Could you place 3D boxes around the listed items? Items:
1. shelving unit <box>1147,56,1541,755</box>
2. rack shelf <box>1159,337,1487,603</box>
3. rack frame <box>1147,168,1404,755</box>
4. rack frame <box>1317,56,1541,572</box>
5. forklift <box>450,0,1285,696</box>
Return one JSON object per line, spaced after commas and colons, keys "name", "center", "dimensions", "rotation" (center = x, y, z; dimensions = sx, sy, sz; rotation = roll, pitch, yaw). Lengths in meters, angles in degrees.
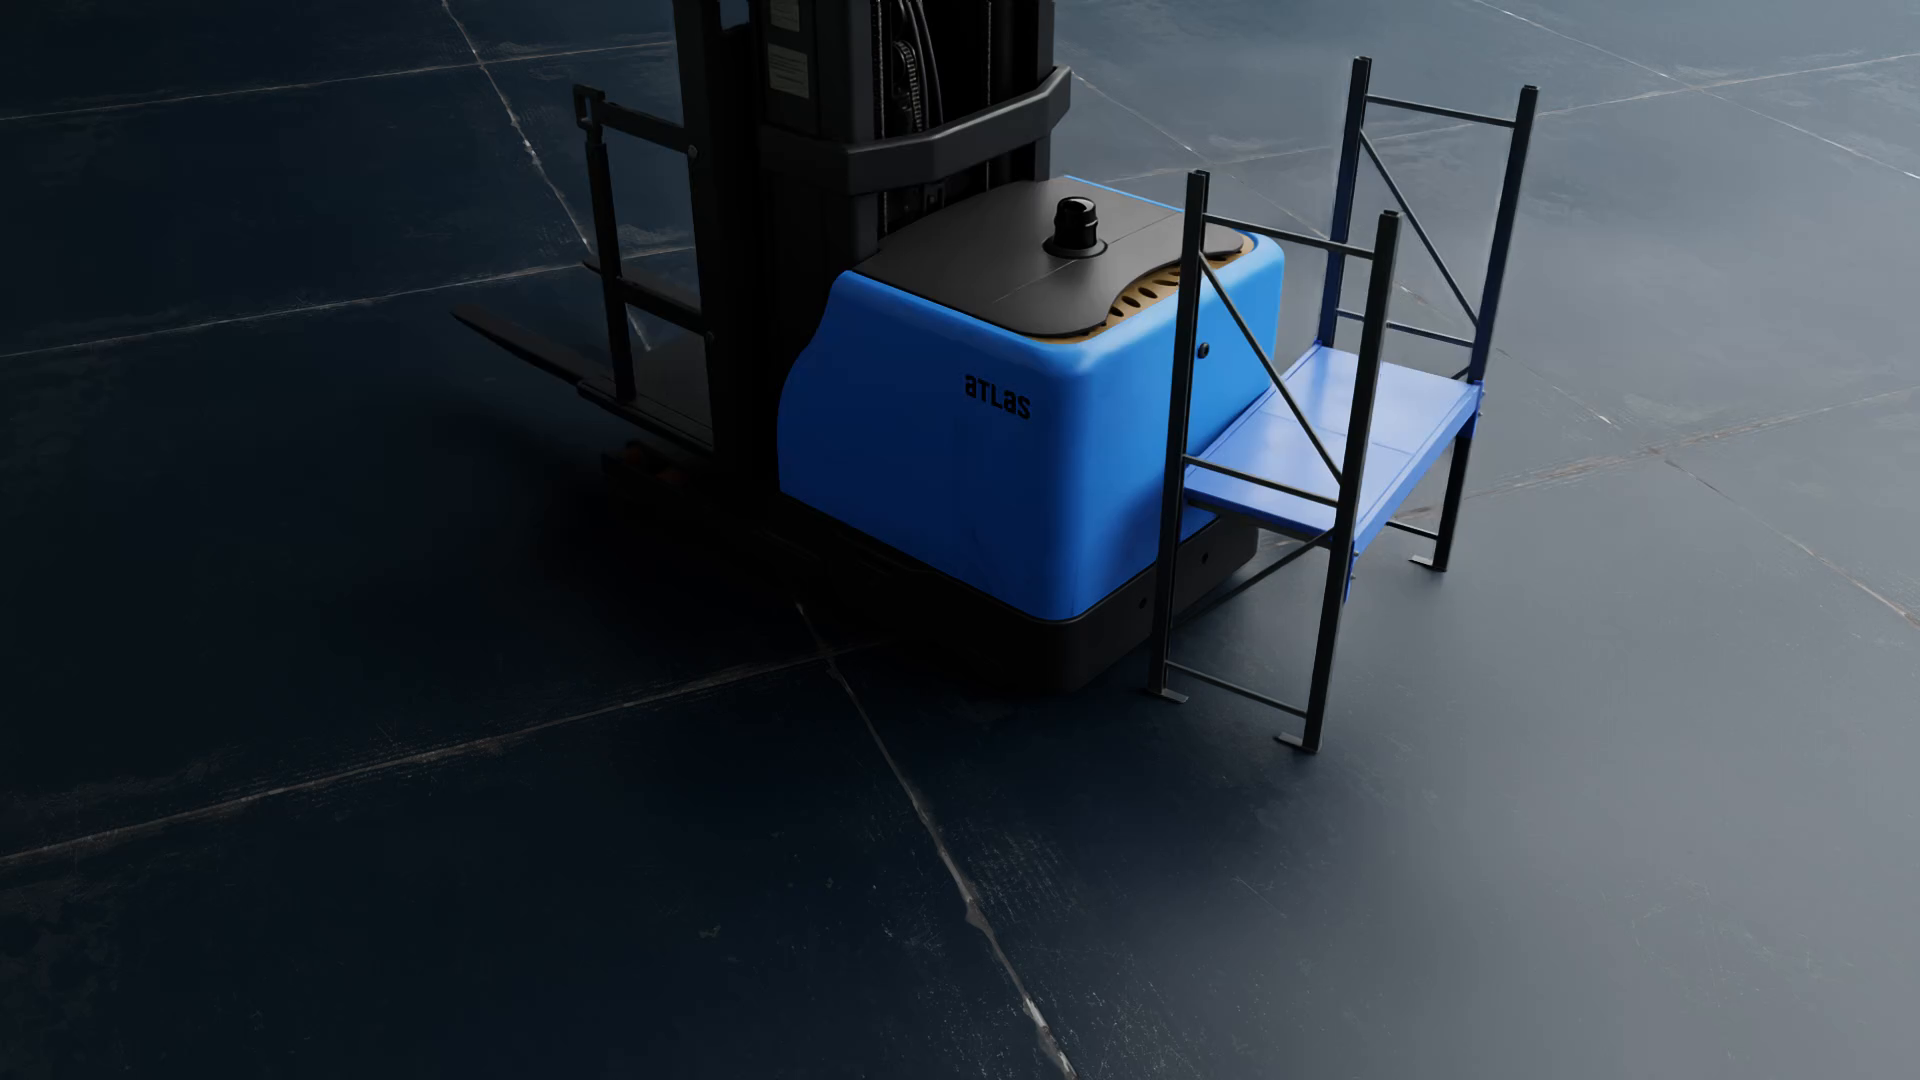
{"name": "shelving unit", "center": [1.011, -0.376, 4.453], "dimensions": [0.538, 1.500, 1.048], "rotation": [19, 38, 27]}
{"name": "rack shelf", "center": [1.011, -0.225, 4.551], "dimensions": [0.538, 0.185, 1.000], "rotation": [19, 38, 27]}
{"name": "rack frame", "center": [0.738, -0.142, 4.094], "dimensions": [0.500, 1.500, 0.032], "rotation": [19, 38, 27]}
{"name": "rack frame", "center": [1.285, -0.610, 4.812], "dimensions": [0.500, 1.500, 0.032], "rotation": [19, 38, 27]}
{"name": "forklift", "center": [-0.532, -1.484, 4.844], "dimensions": [3.031, 2.935, 1.130], "rotation": [26, 41, 34]}
